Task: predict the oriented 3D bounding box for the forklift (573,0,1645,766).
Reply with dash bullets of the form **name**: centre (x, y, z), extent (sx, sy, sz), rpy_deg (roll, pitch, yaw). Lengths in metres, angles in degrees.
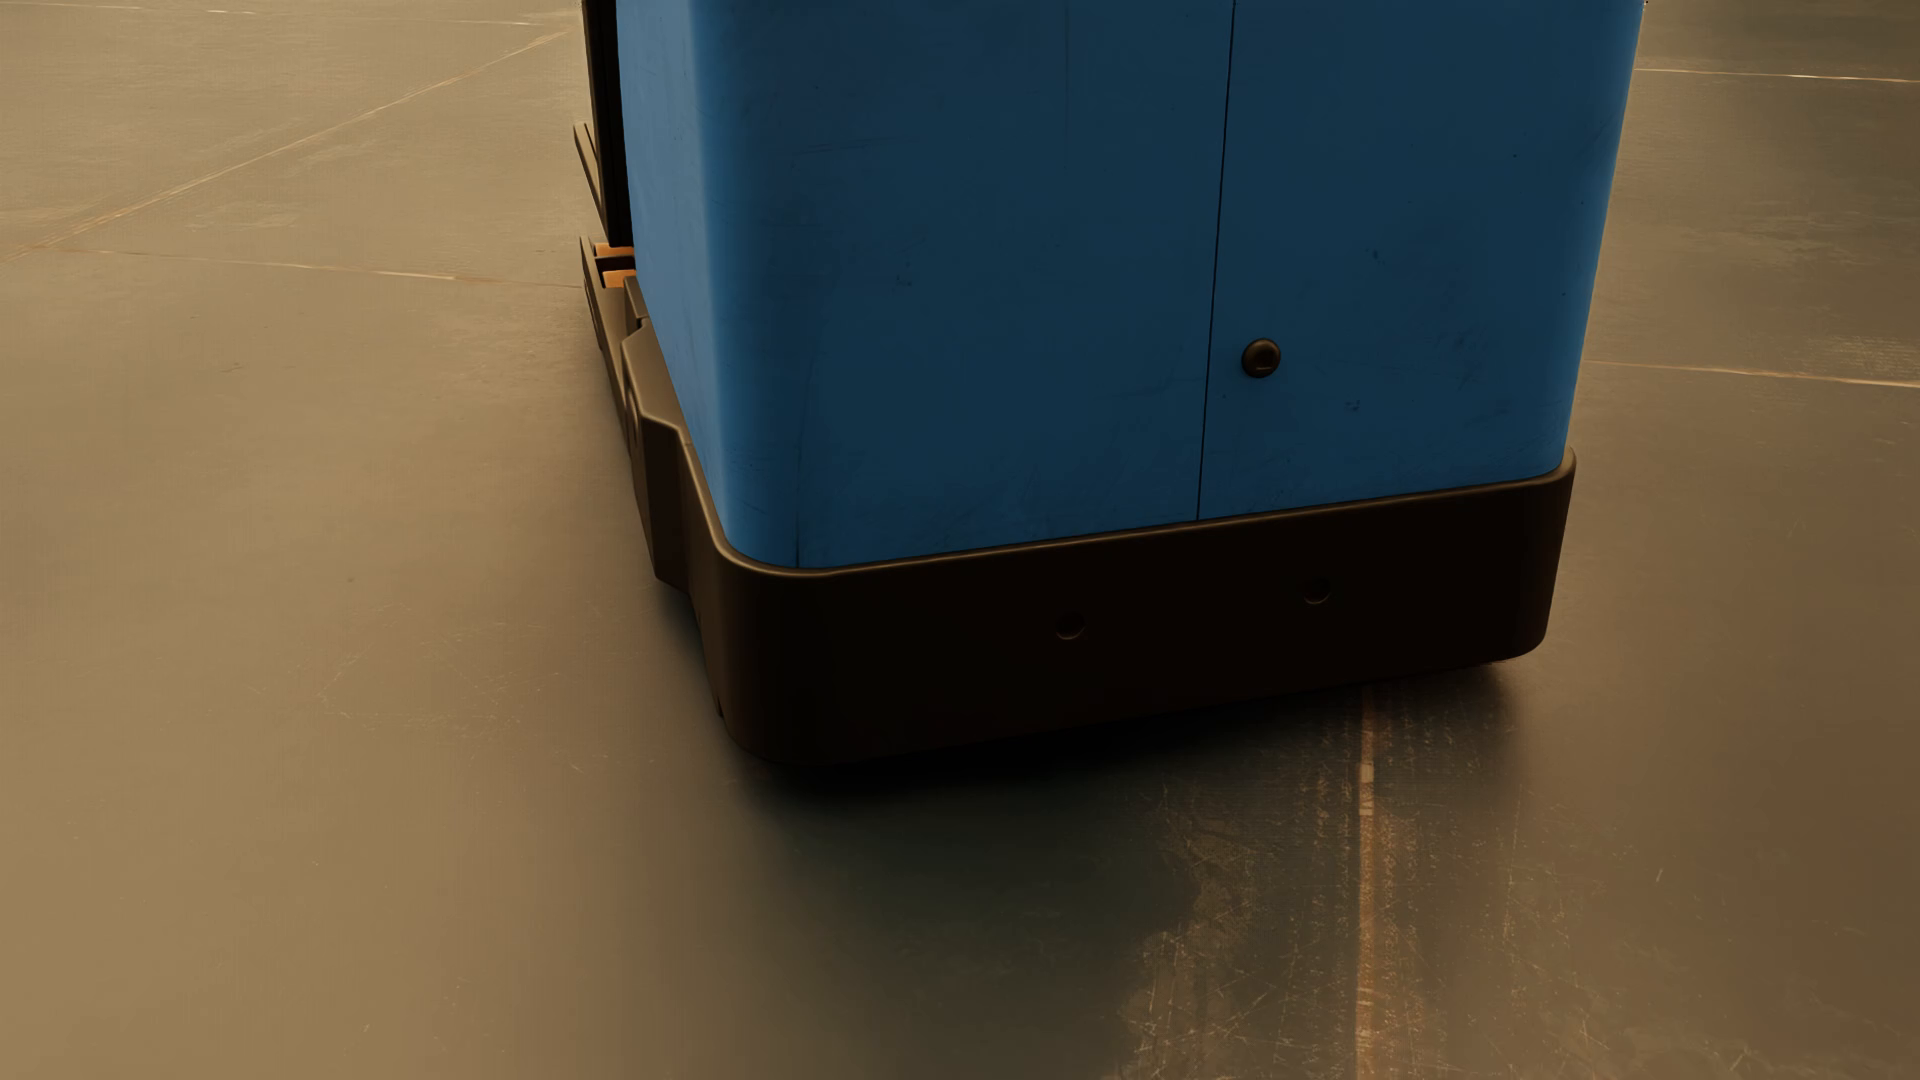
- **forklift**: centre (-0.140, -1.702, 2.620), extent (1.130, 2.935, 3.031), rpy_deg (-7, 28, -14)
